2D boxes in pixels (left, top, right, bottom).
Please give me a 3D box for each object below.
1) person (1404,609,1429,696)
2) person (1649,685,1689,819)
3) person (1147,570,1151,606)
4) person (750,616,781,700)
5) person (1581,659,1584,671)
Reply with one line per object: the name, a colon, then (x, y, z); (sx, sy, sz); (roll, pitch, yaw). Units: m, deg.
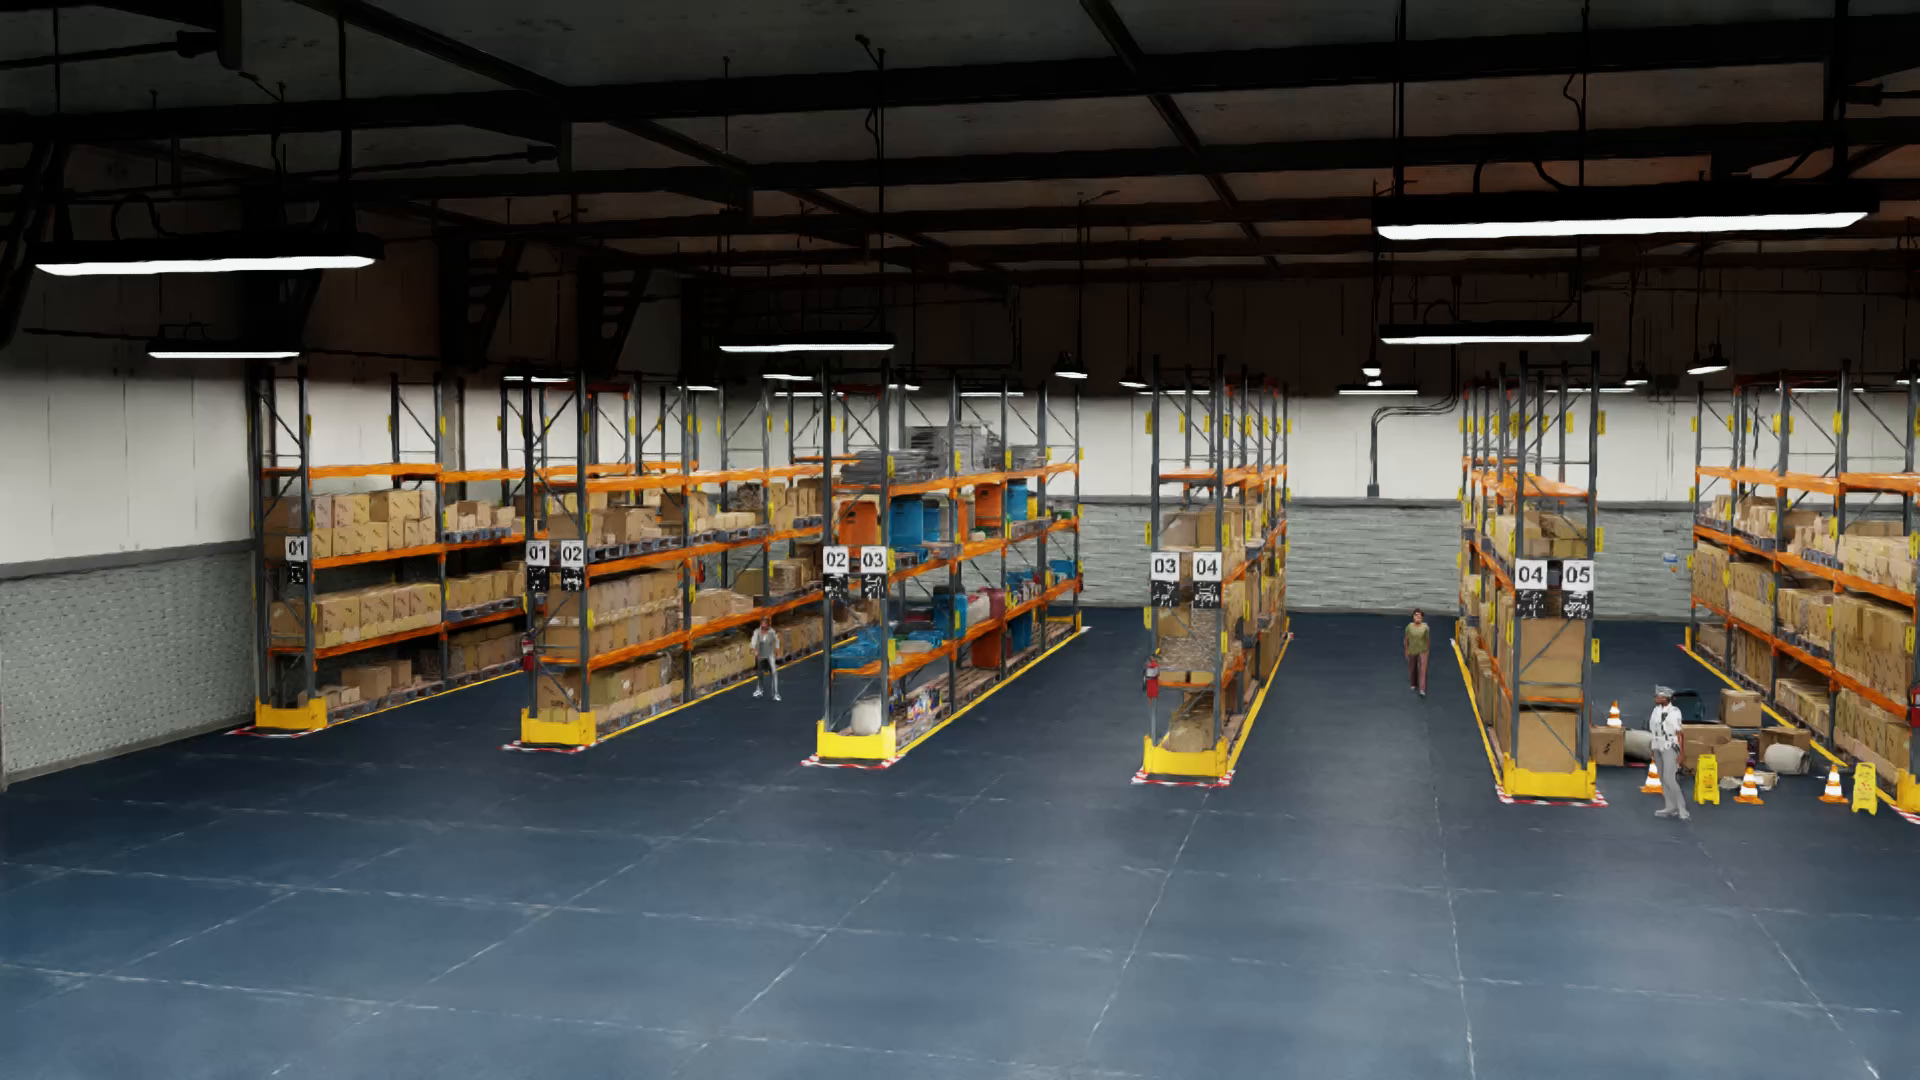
person: (8.478, 2.062, 30.881); (0.448, 1.590, 1.109); (1, 4, 17)
person: (9.049, 2.698, 21.206); (0.390, 1.669, 0.574); (-1, 4, -17)
person: (5.068, 1.273, 42.072); (0.677, 1.674, 0.534); (1, 4, 12)
person: (-3.550, 2.129, 30.426); (0.562, 1.527, 0.782); (0, 4, -3)
person: (12.628, 1.766, 33.921); (0.502, 1.764, 0.624); (4, 6, 45)
